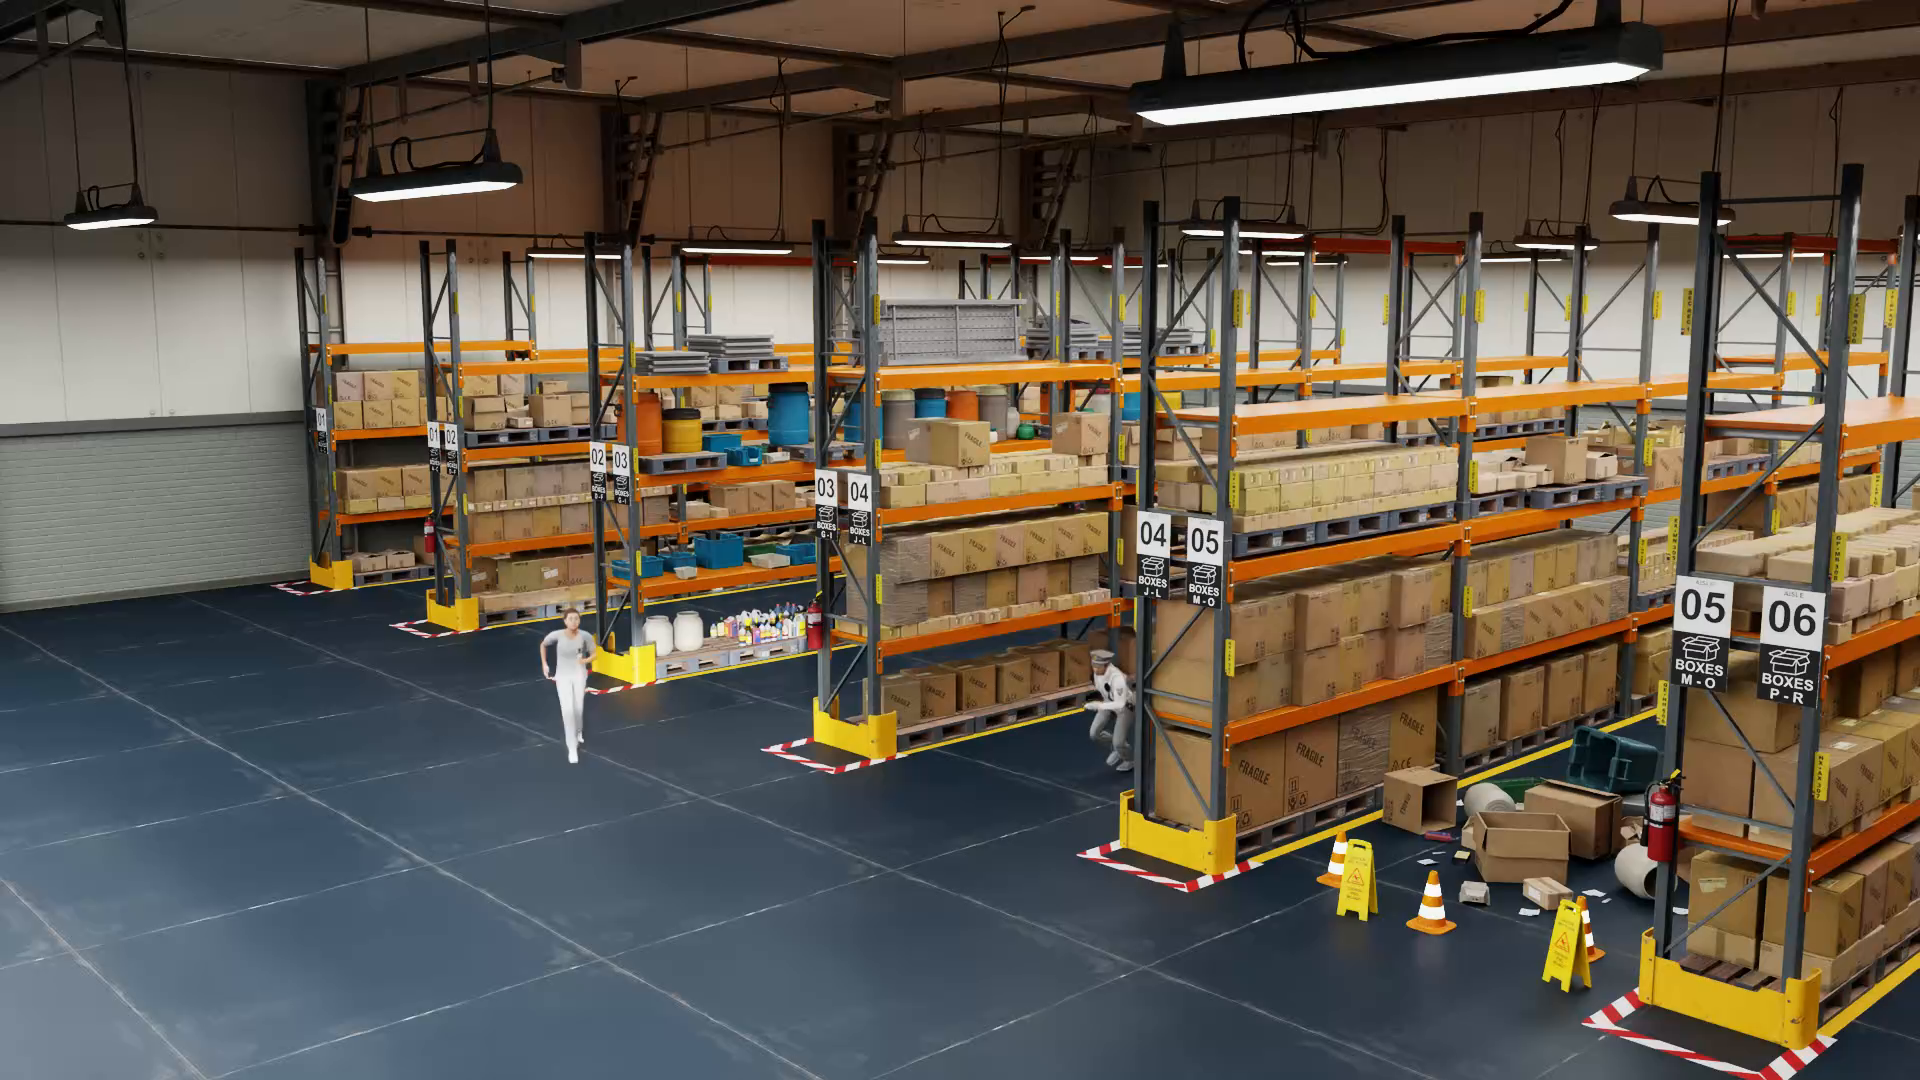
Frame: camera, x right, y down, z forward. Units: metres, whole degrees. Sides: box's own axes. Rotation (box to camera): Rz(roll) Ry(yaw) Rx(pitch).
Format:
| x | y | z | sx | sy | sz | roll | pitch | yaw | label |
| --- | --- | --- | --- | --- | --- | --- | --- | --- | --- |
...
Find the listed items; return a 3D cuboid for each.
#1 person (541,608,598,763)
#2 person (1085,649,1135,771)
| x | y | z | sx | sy | sz | roll | pitch | yaw | label |
| --- | --- | --- | --- | --- | --- | --- | --- | --- | --- |
| -4.414 | 1.595 | 18.817 | 0.600 | 1.713 | 0.868 | -3 | 9 | -20 | person |
| 1.660 | 1.844 | 17.863 | 0.951 | 1.431 | 0.577 | -7 | 11 | -41 | person |
